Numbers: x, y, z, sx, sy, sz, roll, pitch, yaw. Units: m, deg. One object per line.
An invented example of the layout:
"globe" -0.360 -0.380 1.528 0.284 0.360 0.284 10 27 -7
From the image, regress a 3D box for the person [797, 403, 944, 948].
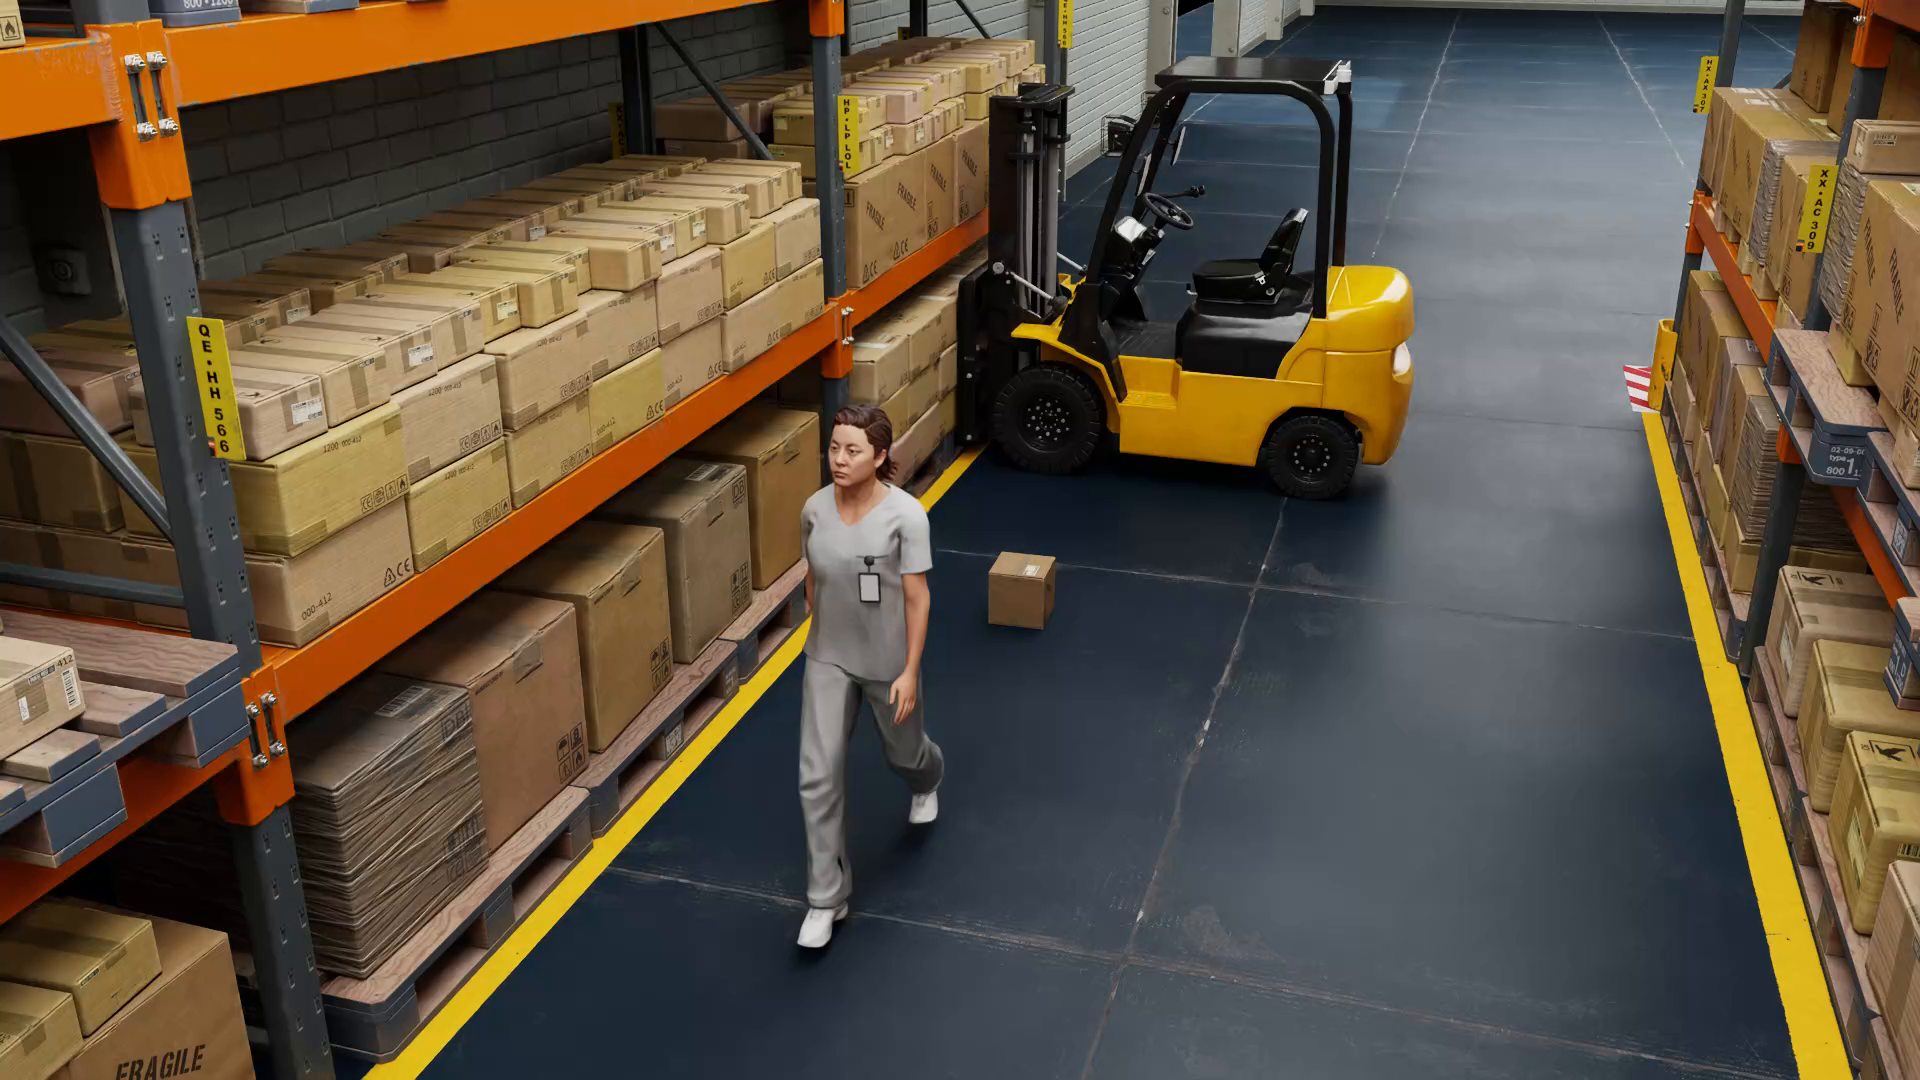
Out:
"person" -0.291 0.356 5.204 0.441 1.625 0.993 5 23 13
